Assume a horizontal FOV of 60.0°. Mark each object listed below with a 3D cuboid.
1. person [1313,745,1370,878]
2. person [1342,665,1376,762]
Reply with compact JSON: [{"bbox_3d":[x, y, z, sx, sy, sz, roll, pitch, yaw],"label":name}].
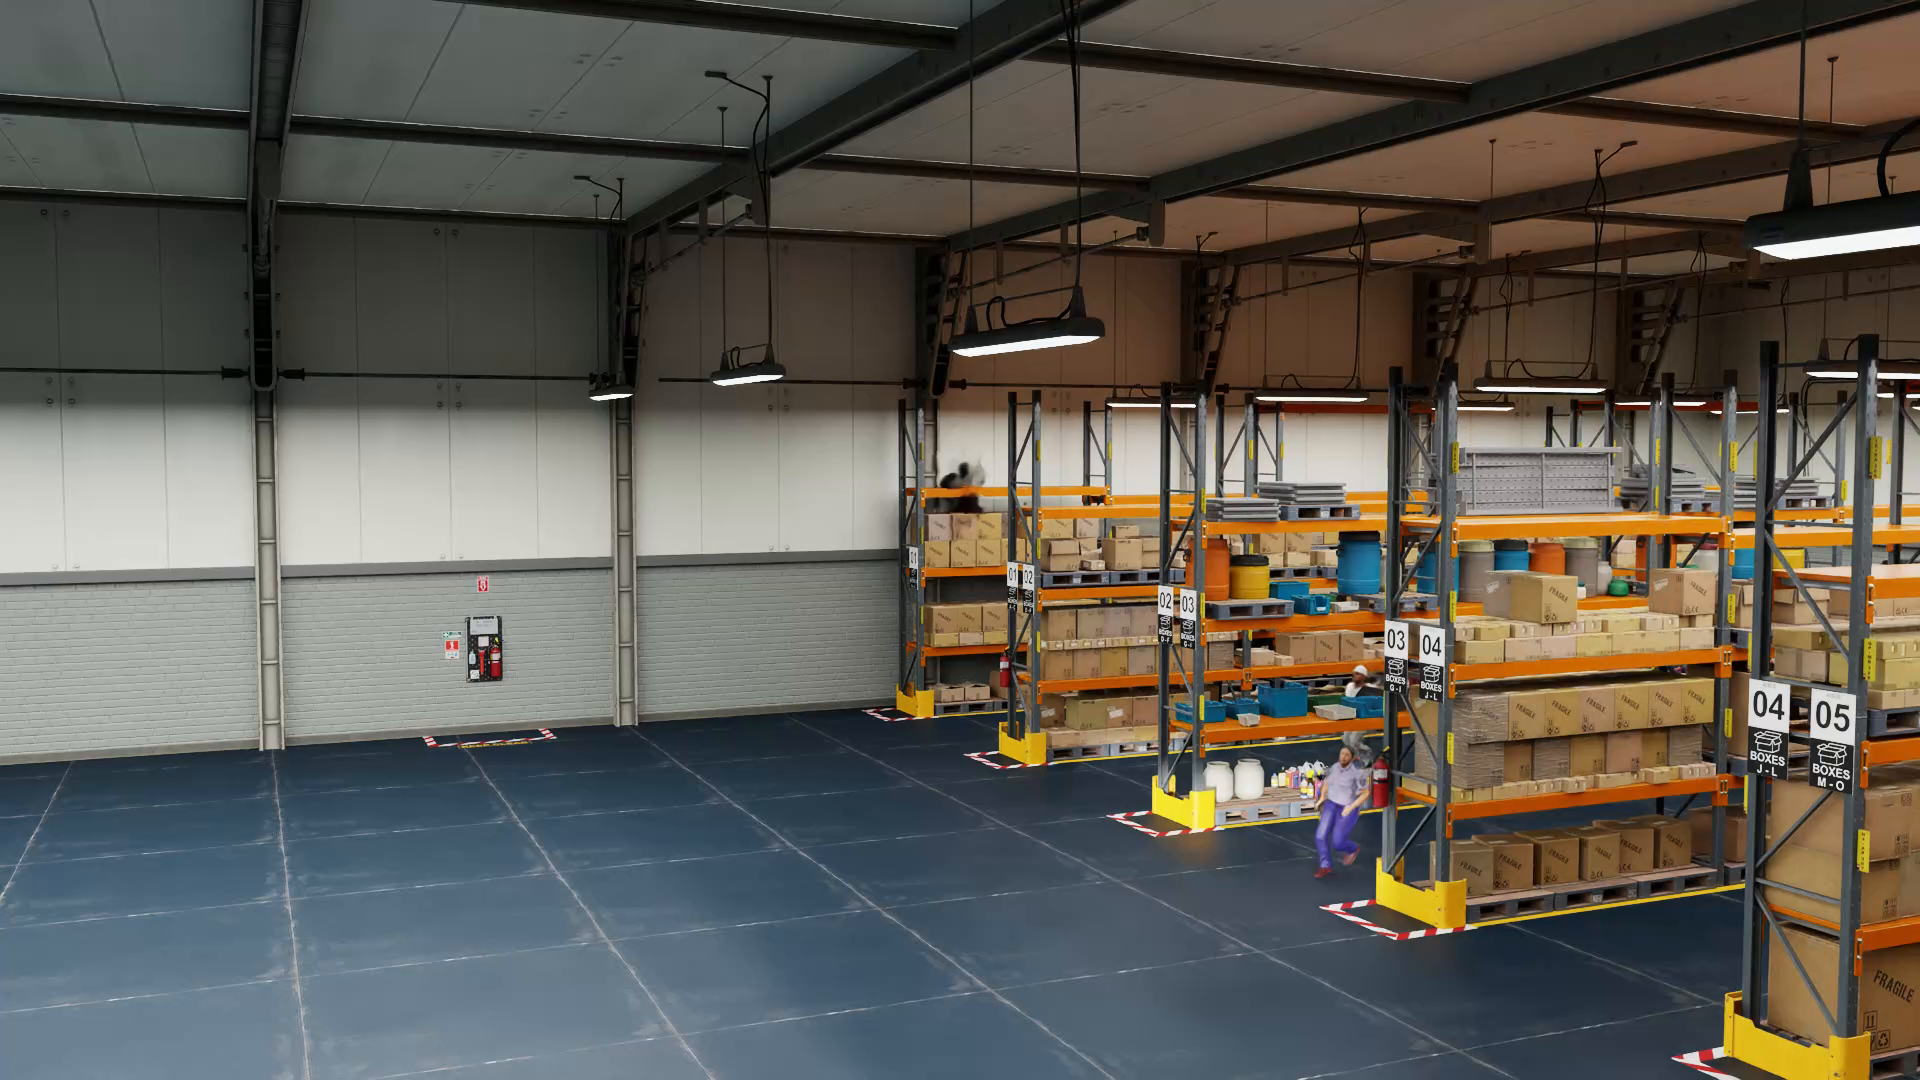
[{"bbox_3d":[4.574,3.225,19.791,0.621,1.607,0.640,-3,4,-40],"label":"person"},{"bbox_3d":[6.169,2.798,25.617,0.688,1.743,0.683,-2,4,-34],"label":"person"}]
